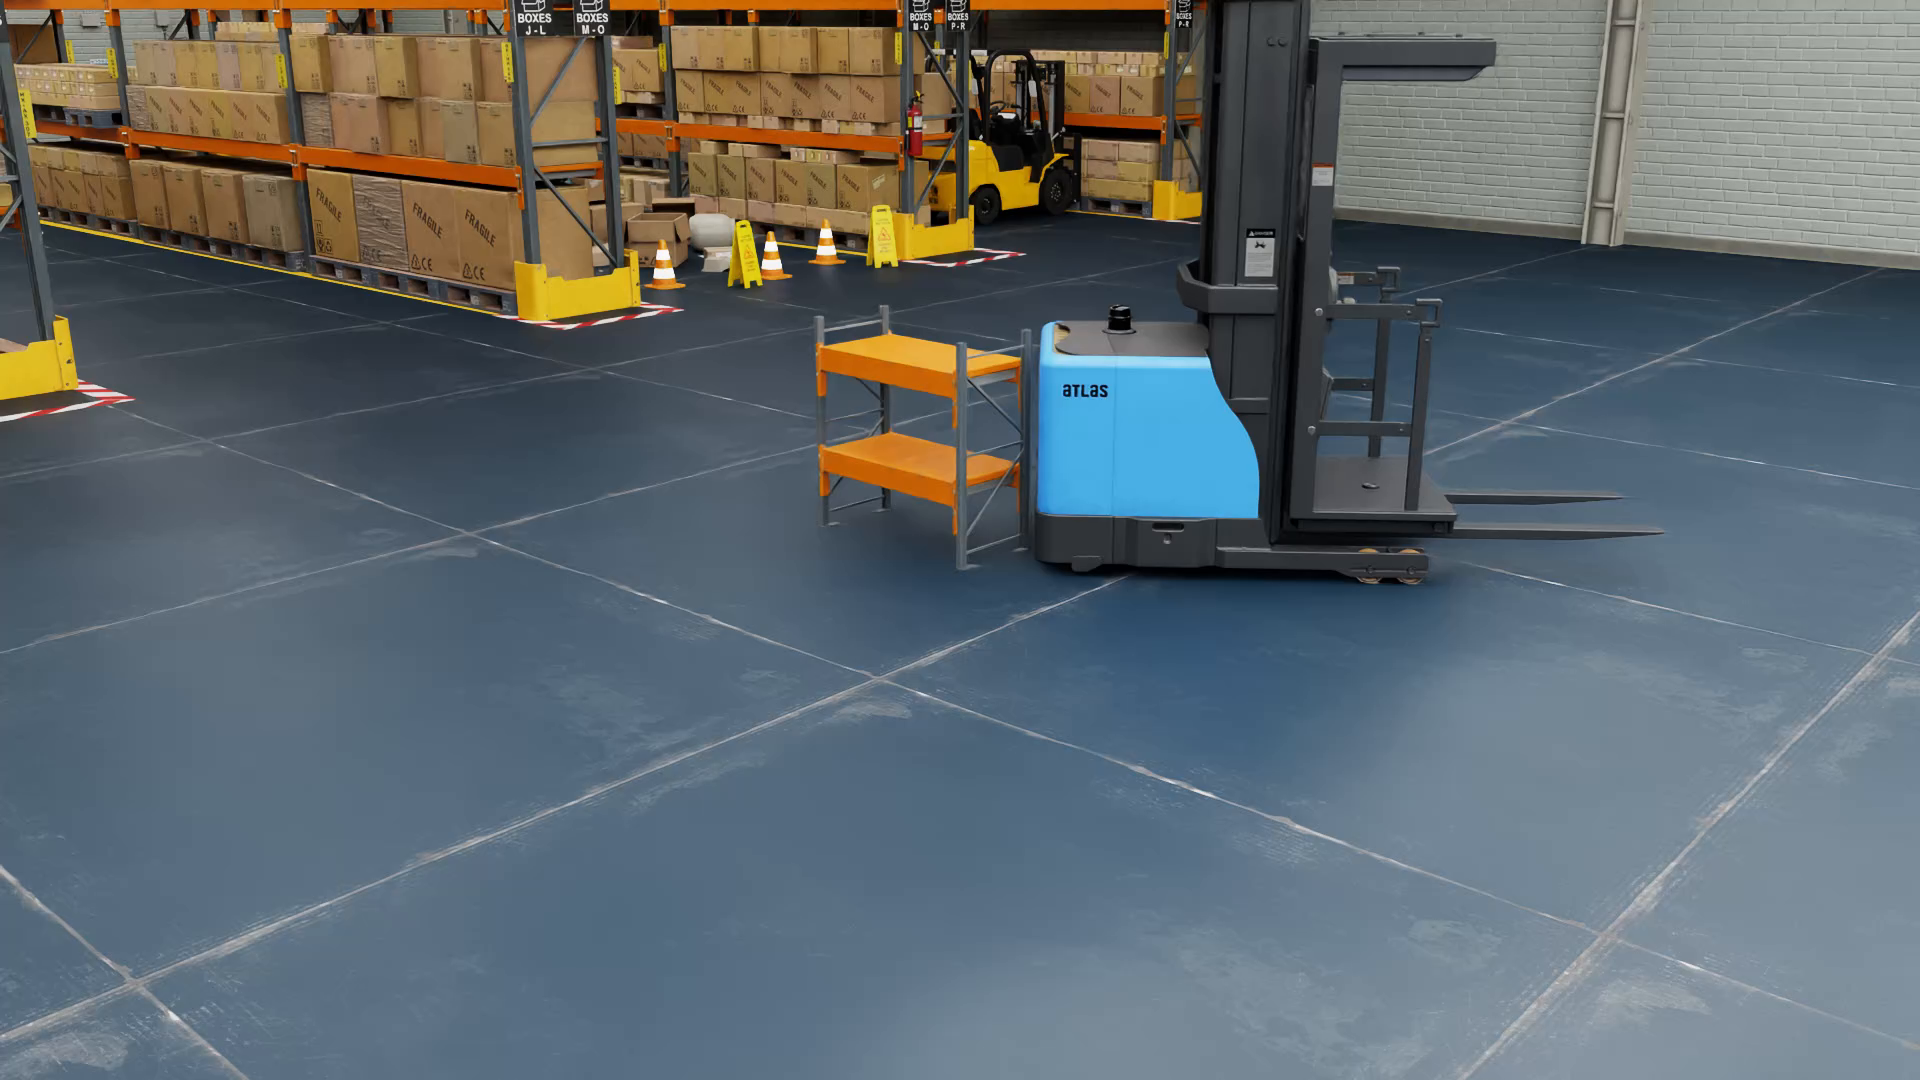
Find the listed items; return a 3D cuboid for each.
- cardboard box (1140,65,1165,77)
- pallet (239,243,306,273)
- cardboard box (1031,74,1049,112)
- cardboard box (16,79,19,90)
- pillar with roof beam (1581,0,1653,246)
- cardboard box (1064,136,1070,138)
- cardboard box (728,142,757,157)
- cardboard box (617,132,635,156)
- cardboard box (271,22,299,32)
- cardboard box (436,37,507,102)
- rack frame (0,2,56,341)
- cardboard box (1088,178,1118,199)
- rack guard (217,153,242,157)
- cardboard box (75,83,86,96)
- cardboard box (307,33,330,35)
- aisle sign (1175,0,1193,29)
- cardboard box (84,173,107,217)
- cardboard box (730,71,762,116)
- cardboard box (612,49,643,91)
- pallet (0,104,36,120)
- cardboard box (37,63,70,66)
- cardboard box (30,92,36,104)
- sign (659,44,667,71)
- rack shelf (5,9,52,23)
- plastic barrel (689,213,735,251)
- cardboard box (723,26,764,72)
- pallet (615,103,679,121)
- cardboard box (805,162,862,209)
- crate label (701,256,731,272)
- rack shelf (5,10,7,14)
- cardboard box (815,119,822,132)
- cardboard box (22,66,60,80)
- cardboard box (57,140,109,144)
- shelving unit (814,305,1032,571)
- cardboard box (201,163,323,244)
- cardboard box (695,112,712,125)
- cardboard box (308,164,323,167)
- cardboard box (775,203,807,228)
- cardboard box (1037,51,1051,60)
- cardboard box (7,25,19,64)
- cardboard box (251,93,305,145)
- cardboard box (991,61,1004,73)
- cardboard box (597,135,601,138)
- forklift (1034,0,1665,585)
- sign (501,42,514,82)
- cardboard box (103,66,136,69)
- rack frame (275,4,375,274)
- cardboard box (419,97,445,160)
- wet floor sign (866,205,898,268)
[{"bbox_3d":[2.573,-6.154,21.805,0.250,0.149,0.380,15,23,40],"label":"cardboard box"},{"bbox_3d":[-7.102,-3.138,18.152,1.213,0.211,1.003,15,23,39],"label":"pallet"},{"bbox_3d":[1.328,-6.185,22.977,0.500,0.500,0.500,15,23,40],"label":"cardboard box"},{"bbox_3d":[-11.886,-5.820,21.220,0.250,0.149,0.380,14,22,37],"label":"cardboard box"},{"bbox_3d":[4.726,-6.815,15.209,0.400,9.000,9.100,15,23,39],"label":"pillar with roof beam"},{"bbox_3d":[1.324,-5.482,23.126,0.500,0.250,0.500,14,23,38],"label":"cardboard box"},{"bbox_3d":[-2.564,-4.705,20.018,0.250,0.149,0.380,16,24,41],"label":"cardboard box"},{"bbox_3d":[-5.744,-7.061,29.339,0.500,0.500,0.500,16,24,42],"label":"cardboard box"},{"bbox_3d":[-10.798,-8.216,26.652,0.250,0.149,0.380,15,23,39],"label":"cardboard box"},{"bbox_3d":[-4.208,-4.286,15.124,0.550,0.550,0.875,15,23,39],"label":"cardboard box"},{"bbox_3d":[-6.851,-2.425,11.293,0.127,3.000,1.000,15,23,39],"label":"rack frame"},{"bbox_3d":[2.092,-4.805,22.645,0.500,0.250,0.500,15,23,39],"label":"cardboard box"},{"bbox_3d":[-12.258,-6.693,28.874,0.348,0.500,1.175,15,23,39],"label":"rack guard"},{"bbox_3d":[-10.339,-5.404,19.911,0.250,0.149,0.380,16,24,41],"label":"cardboard box"},{"bbox_3d":[-9.785,-7.633,25.885,0.500,0.500,0.500,15,23,39],"label":"cardboard box"},{"bbox_3d":[2.873,-6.950,21.255,0.004,0.787,0.394,15,23,39],"label":"aisle sign"},{"bbox_3d":[-10.518,-4.320,20.702,0.500,0.500,0.500,16,24,41],"label":"cardboard box"},{"bbox_3d":[-2.363,-5.309,19.723,0.500,0.500,0.500,15,23,39],"label":"cardboard box"},{"bbox_3d":[-4.134,-6.000,21.206,0.500,0.500,0.500,15,23,40],"label":"cardboard box"},{"bbox_3d":[-11.983,-5.658,21.799,1.213,0.211,1.003,15,23,39],"label":"pallet"},{"bbox_3d":[-12.029,-6.264,22.127,0.250,0.149,0.380,16,24,42],"label":"cardboard box"},{"bbox_3d":[-11.489,-5.572,20.932,0.250,0.149,0.380,15,23,38],"label":"cardboard box"},{"bbox_3d":[-3.631,-5.895,20.315,0.005,0.325,0.100,15,23,39],"label":"sign"},{"bbox_3d":[-13.954,-7.424,23.277,4.000,0.370,1.077,15,23,39],"label":"rack shelf"},{"bbox_3d":[-2.823,-3.511,18.975,0.512,0.421,0.421,-3,18,-8],"label":"plastic barrel"},{"bbox_3d":[-2.355,-5.784,19.568,0.500,0.500,0.700,14,23,38],"label":"cardboard box"},{"bbox_3d":[-3.740,-5.565,21.505,1.213,0.211,1.003,15,23,39],"label":"pallet"},{"bbox_3d":[-1.438,-4.120,19.245,0.500,0.500,0.500,16,24,41],"label":"cardboard box"},{"bbox_3d":[-2.563,-2.921,17.590,0.298,0.136,0.250,4,18,11],"label":"crate label"},{"bbox_3d":[-8.347,-3.913,12.213,4.000,0.370,1.077,15,23,39],"label":"rack shelf"},{"bbox_3d":[-1.446,-4.784,19.142,0.250,0.149,0.380,15,23,40],"label":"cardboard box"},{"bbox_3d":[-11.501,-5.857,20.847,0.250,0.149,0.380,16,24,41],"label":"cardboard box"},{"bbox_3d":[-11.734,-5.210,22.267,0.500,0.250,0.500,14,23,38],"label":"cardboard box"},{"bbox_3d":[-0.199,-0.548,8.480,1.048,1.125,0.538,16,24,42],"label":"shelving unit"},{"bbox_3d":[-7.718,-3.756,18.514,0.750,0.750,1.050,15,23,39],"label":"cardboard box"},{"bbox_3d":[-3.019,-5.175,20.376,0.250,0.149,0.380,16,24,41],"label":"cardboard box"},{"bbox_3d":[-10.317,-6.385,27.314,0.875,0.438,0.875,14,22,38],"label":"cardboard box"},{"bbox_3d":[-1.834,-3.867,19.690,0.500,0.250,0.500,14,22,37],"label":"cardboard box"},{"bbox_3d":[1.283,-6.674,22.954,0.250,0.149,0.380,15,23,39],"label":"cardboard box"},{"bbox_3d":[-12.990,-6.635,22.250,0.500,0.500,0.500,14,22,37],"label":"cardboard box"},{"bbox_3d":[-7.043,-4.422,17.420,0.500,0.500,0.500,15,23,39],"label":"cardboard box"},{"bbox_3d":[0.634,-6.663,23.410,0.250,0.149,0.380,16,23,40],"label":"cardboard box"},{"bbox_3d":[-6.294,-7.305,30.420,0.500,0.311,0.500,16,24,41],"label":"cardboard box"},{"bbox_3d":[1.899,-1.350,8.020,3.031,2.935,1.130,1,18,3],"label":"forklift"},{"bbox_3d":[-3.854,-4.071,14.176,0.005,0.325,0.100,15,23,39],"label":"sign"},{"bbox_3d":[-10.468,-5.844,20.806,0.250,0.149,0.380,16,24,42],"label":"cardboard box"},{"bbox_3d":[-6.475,-4.330,17.296,0.127,3.000,1.000,15,23,39],"label":"rack frame"},{"bbox_3d":[-4.552,-3.909,15.721,0.550,0.550,0.875,15,23,39],"label":"cardboard box"},{"bbox_3d":[-0.841,-3.264,17.831,0.267,0.644,0.232,-9,20,-27],"label":"wet floor sign"}]
